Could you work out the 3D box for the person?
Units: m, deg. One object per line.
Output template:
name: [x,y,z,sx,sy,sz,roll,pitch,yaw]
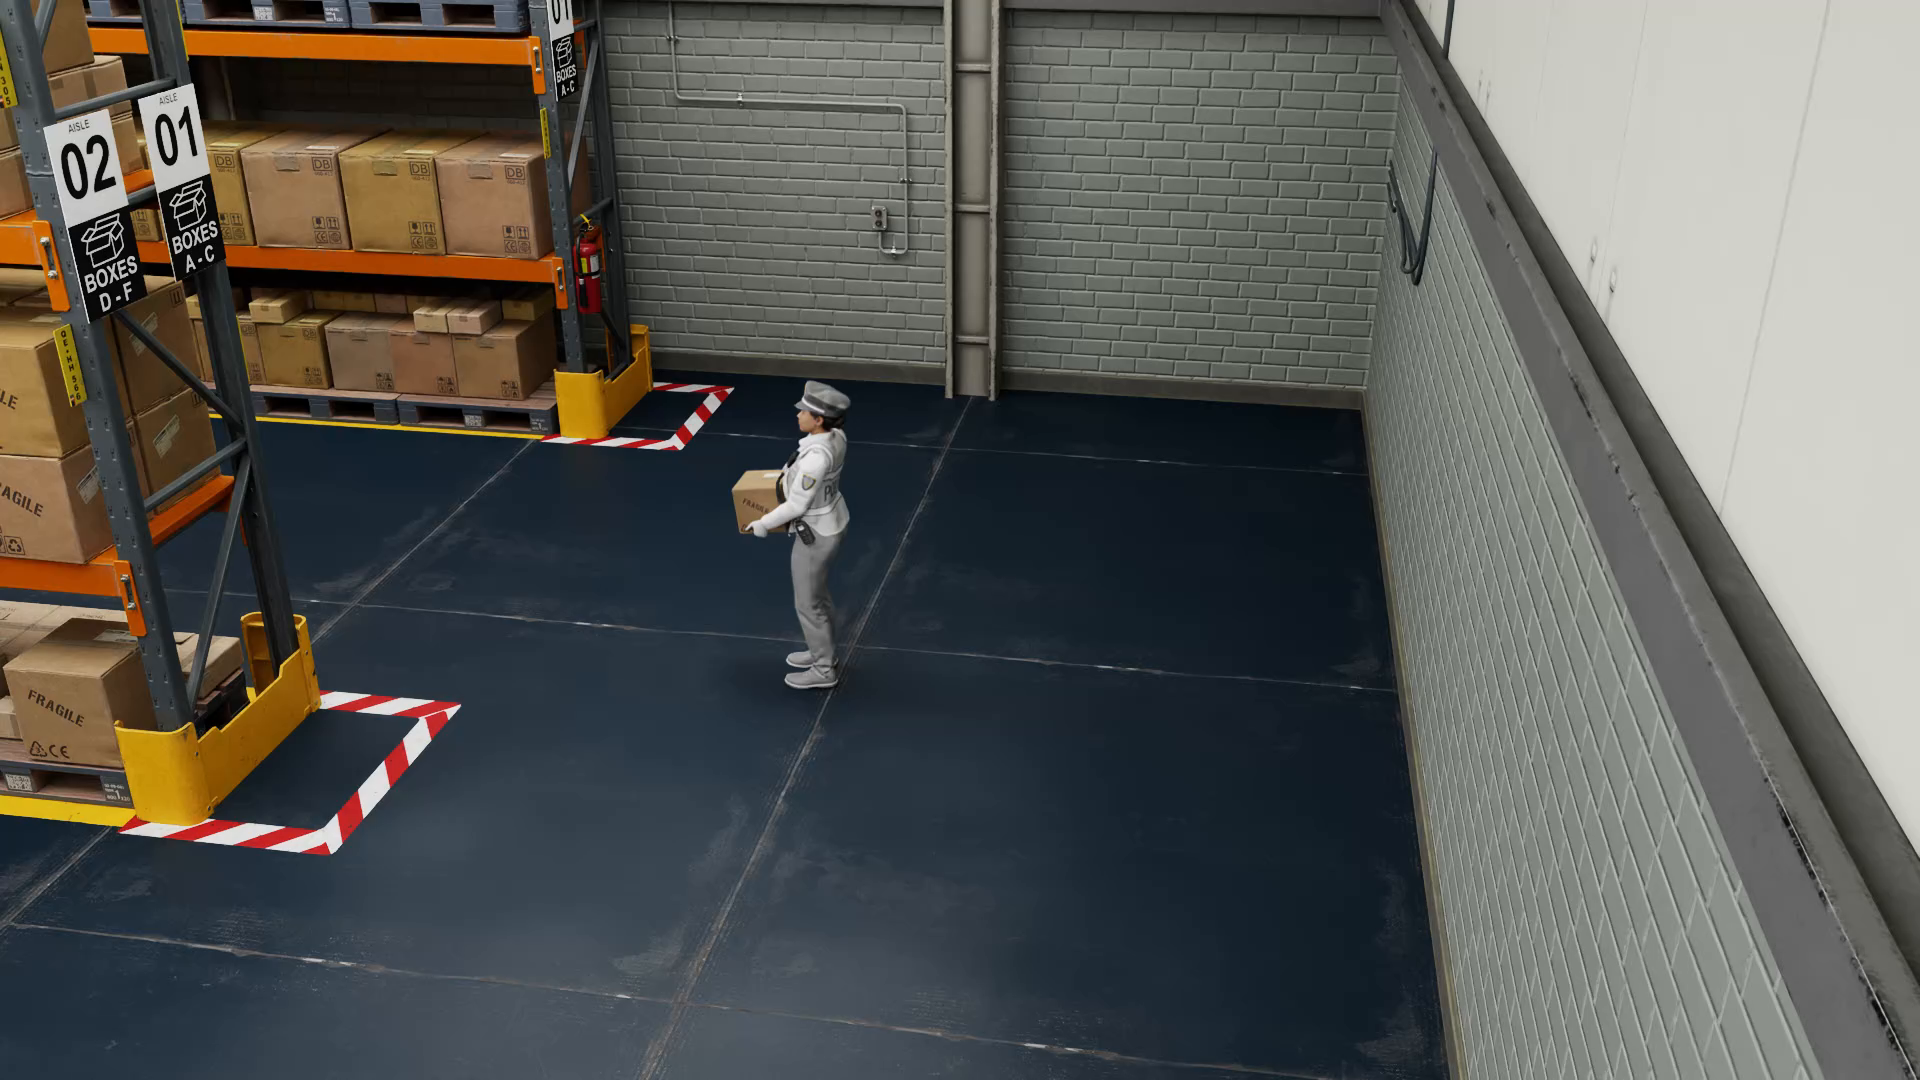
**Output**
person: [-0.814,-0.037,8.663,0.543,1.688,0.459,4,25,9]
